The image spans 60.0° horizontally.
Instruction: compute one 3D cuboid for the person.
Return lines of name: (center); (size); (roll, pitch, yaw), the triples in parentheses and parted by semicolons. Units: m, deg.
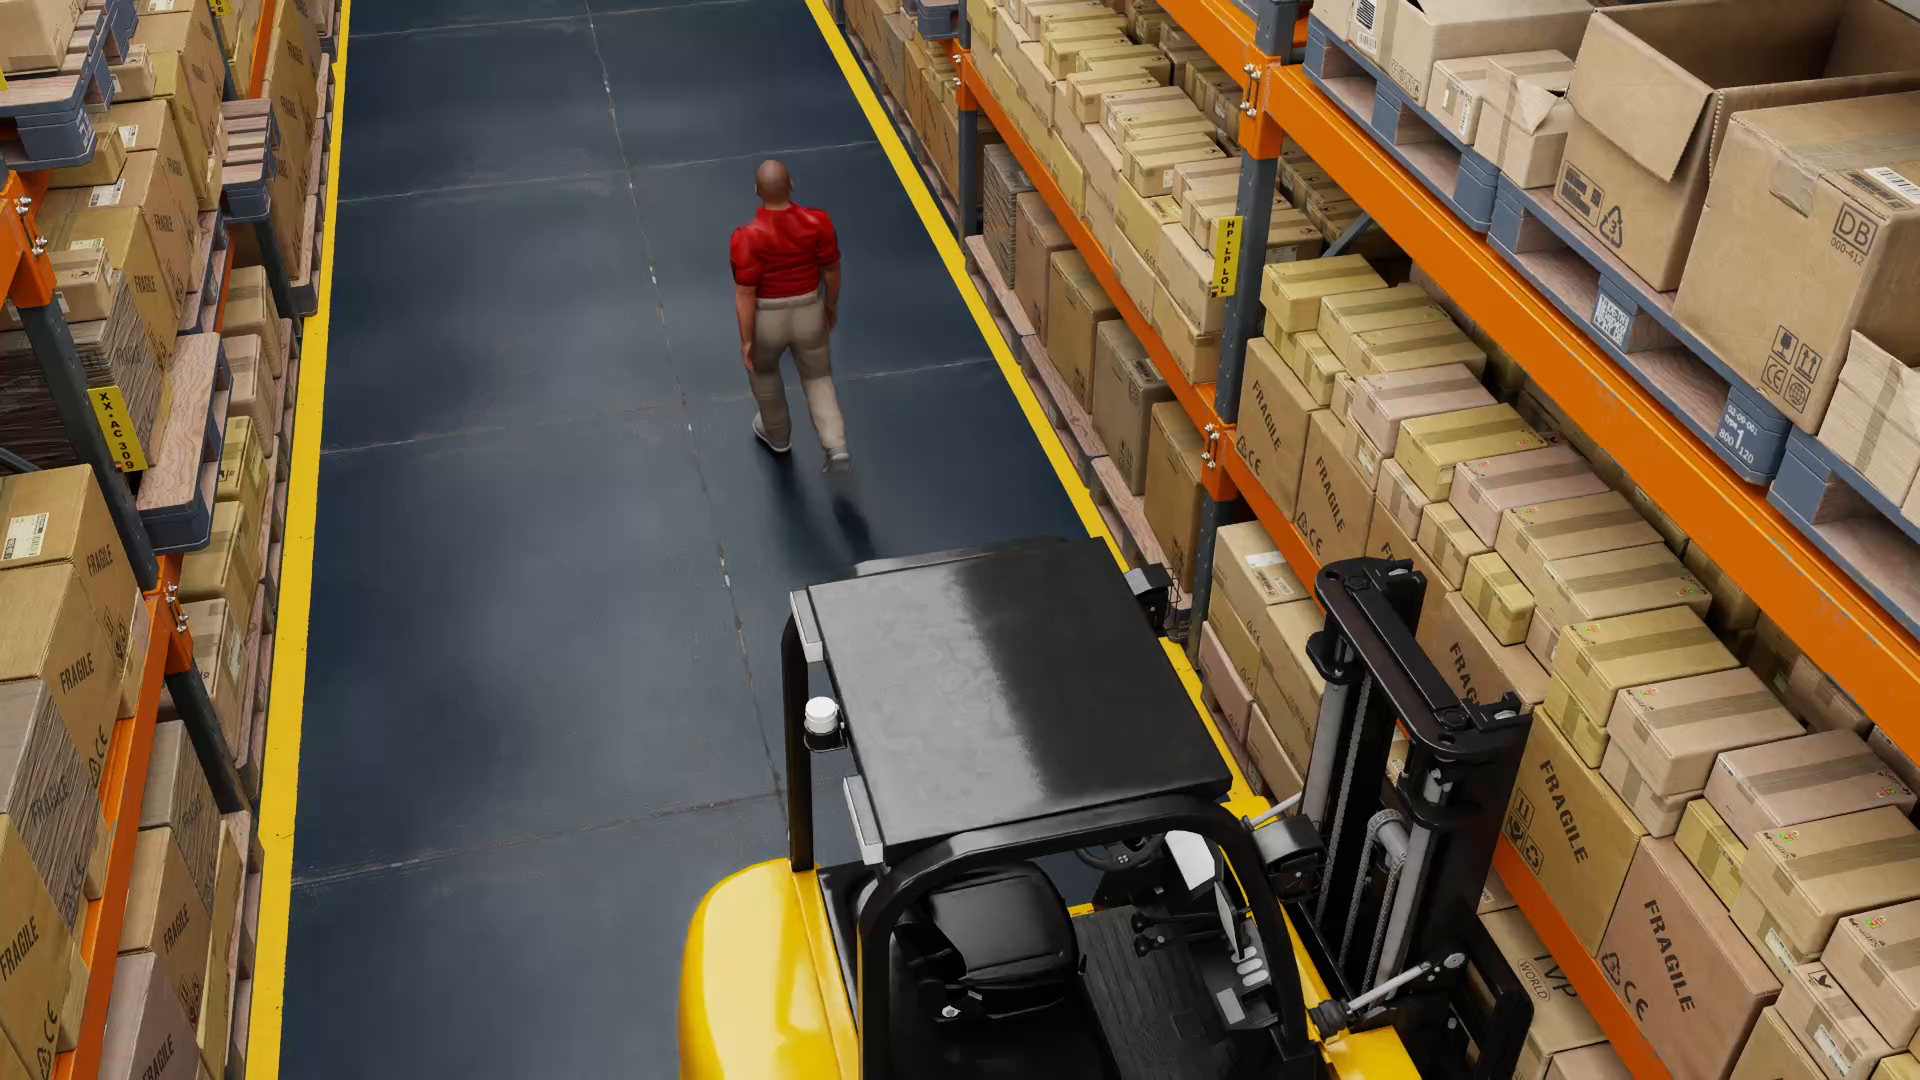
person: (-0.826, -1.068, 8.087); (0.546, 1.685, 0.863); (-13, 40, -16)
